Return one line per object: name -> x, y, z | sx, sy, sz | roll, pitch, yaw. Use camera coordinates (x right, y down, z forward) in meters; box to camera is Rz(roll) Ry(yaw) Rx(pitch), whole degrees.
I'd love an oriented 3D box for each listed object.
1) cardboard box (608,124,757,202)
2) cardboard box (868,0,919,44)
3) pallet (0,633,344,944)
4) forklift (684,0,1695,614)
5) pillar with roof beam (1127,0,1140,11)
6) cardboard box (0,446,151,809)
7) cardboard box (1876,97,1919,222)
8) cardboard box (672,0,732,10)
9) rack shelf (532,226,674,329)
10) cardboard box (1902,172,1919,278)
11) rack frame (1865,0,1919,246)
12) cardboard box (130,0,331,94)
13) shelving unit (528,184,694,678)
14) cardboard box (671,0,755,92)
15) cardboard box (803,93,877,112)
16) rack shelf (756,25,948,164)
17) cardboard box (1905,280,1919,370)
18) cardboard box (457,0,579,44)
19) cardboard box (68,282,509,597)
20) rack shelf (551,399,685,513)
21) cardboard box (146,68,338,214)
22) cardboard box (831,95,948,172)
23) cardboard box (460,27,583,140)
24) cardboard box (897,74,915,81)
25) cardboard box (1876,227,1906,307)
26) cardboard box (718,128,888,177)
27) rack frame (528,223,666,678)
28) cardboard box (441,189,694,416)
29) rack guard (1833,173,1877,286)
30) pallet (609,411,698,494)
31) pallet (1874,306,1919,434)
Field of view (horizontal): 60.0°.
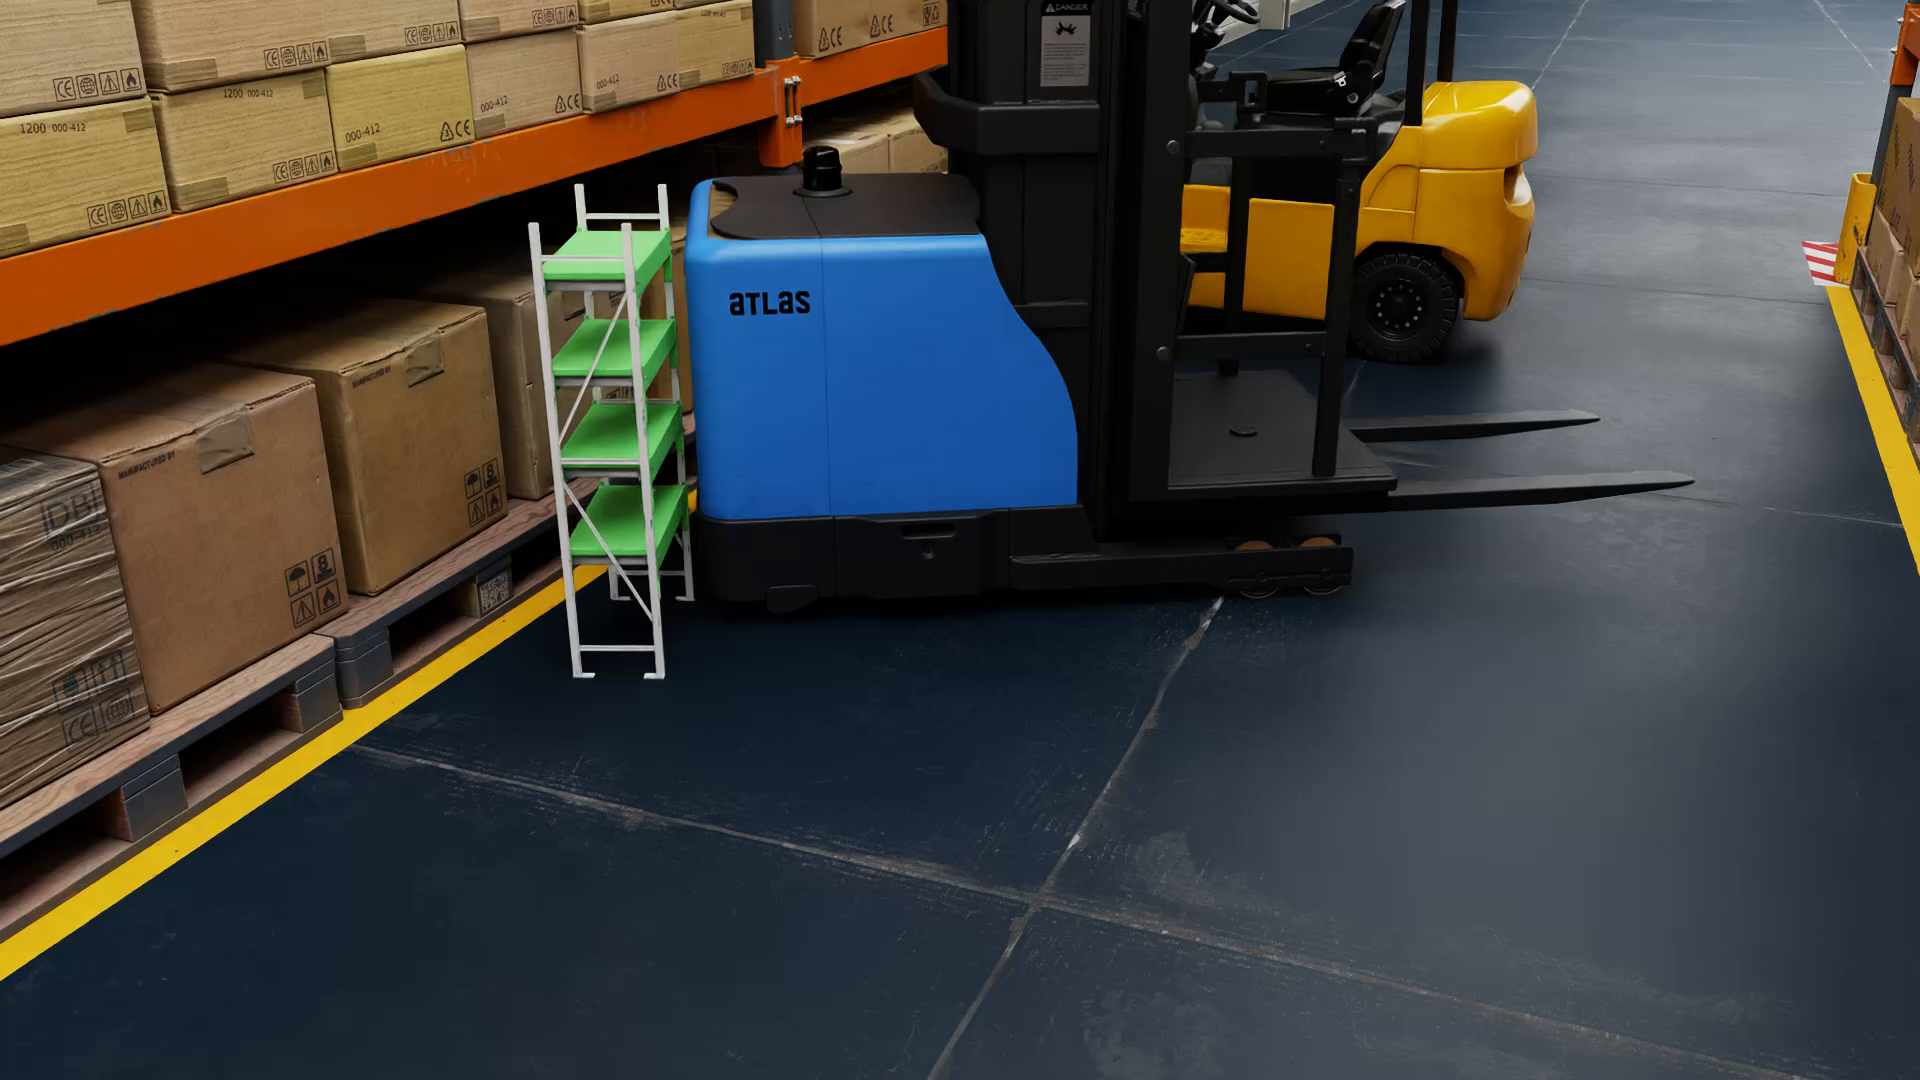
cardboard box -> -1.077, -1.532, 6.751 | 0.500, 0.250, 0.500 | 9, 24, 21
cardboard box -> -0.495, -2.298, 6.730 | 0.500, 0.500, 0.500 | 9, 24, 21
pallet -> -2.224, 0.487, 3.809 | 1.003, 0.211, 1.213 | 9, 24, 20
forklift -> 0.714, -1.381, 4.753 | 3.031, 2.935, 1.130 | -3, 23, -7
pillar with roof beam -> 5.536, -7.552, 11.655 | 9.100, 9.000, 0.400 | 9, 24, 20
cardboard box -> -2.322, 0.170, 3.486 | 0.875, 0.625, 0.625 | 10, 25, 22
cardboard box -> 4.451, -1.677, 7.423 | 0.500, 0.500, 0.500 | 8, 24, 18
cardboard box -> -1.025, -1.891, 5.431 | 0.500, 0.250, 0.500 | 8, 24, 19
rack shelf -> -0.896, -0.672, 4.222 | 0.258, 0.148, 0.480 | 0, 23, 0
cardboard box -> 4.067, -1.311, 6.547 | 0.500, 0.500, 0.500 | 9, 24, 21
rack frame -> 5.015, -2.664, 7.736 | 1.000, 3.000, 0.127 | 9, 24, 20
cardboard box -> -1.776, -1.159, 3.680 | 0.500, 0.250, 0.500 | 8, 24, 19
shelving unit -> -0.896, -0.288, 4.382 | 0.258, 1.200, 0.503 | 0, 23, 0
cardboard box -> -1.025, -1.655, 5.514 | 0.500, 0.250, 0.500 | 9, 24, 21
cardboard box -> -0.702, -1.895, 7.619 | 0.500, 0.250, 0.500 | 9, 24, 20
rack shelf -> -0.337, -2.326, 7.859 | 1.077, 0.370, 4.000 | 9, 24, 20
cardboard box -> 3.881, -0.781, 6.250 | 0.500, 0.250, 0.500 | 9, 24, 21
cardboard box -> -1.405, -1.524, 4.552 | 0.500, 0.250, 0.500 | 9, 24, 21
cardboard box -> -1.836, -0.306, 4.626 | 0.875, 0.625, 0.625 | 8, 24, 18
rack shelf -> -0.896, -0.229, 4.407 | 0.258, 0.148, 0.480 | 0, 23, 0
cardboard box -> -1.798, -0.930, 3.778 | 0.500, 0.250, 0.500 | 8, 24, 18
cardboard box -> -0.236, -1.818, 7.435 | 0.500, 0.250, 0.500 | 10, 25, 22
cardboard box -> -1.419, -1.301, 4.667 | 0.500, 0.250, 0.500 | 9, 24, 20
cardboard box -> -0.327, -2.258, 8.489 | 0.500, 0.250, 0.500 | 9, 24, 20
cardboard box -> 4.262, -1.158, 7.154 | 0.500, 0.250, 0.500 | 10, 25, 22
cardboard box -> -0.609, -1.456, 6.570 | 0.500, 0.250, 0.500 | 8, 24, 19
rack frame -> -0.898, -0.194, 4.157 | 0.240, 1.200, 0.015 | 0, 23, 0
cardboard box -> -1.264, -0.851, 5.933 | 0.875, 0.625, 0.625 | 10, 25, 22
rack guard -> 4.987, -1.483, 8.152 | 1.175, 0.500, 0.348 | 9, 24, 20
pallet -> -1.318, -0.386, 5.900 | 1.003, 0.211, 1.213 | 9, 24, 20
pallet -> 4.198, -0.629, 6.483 | 1.003, 0.211, 1.213 | 9, 24, 20
